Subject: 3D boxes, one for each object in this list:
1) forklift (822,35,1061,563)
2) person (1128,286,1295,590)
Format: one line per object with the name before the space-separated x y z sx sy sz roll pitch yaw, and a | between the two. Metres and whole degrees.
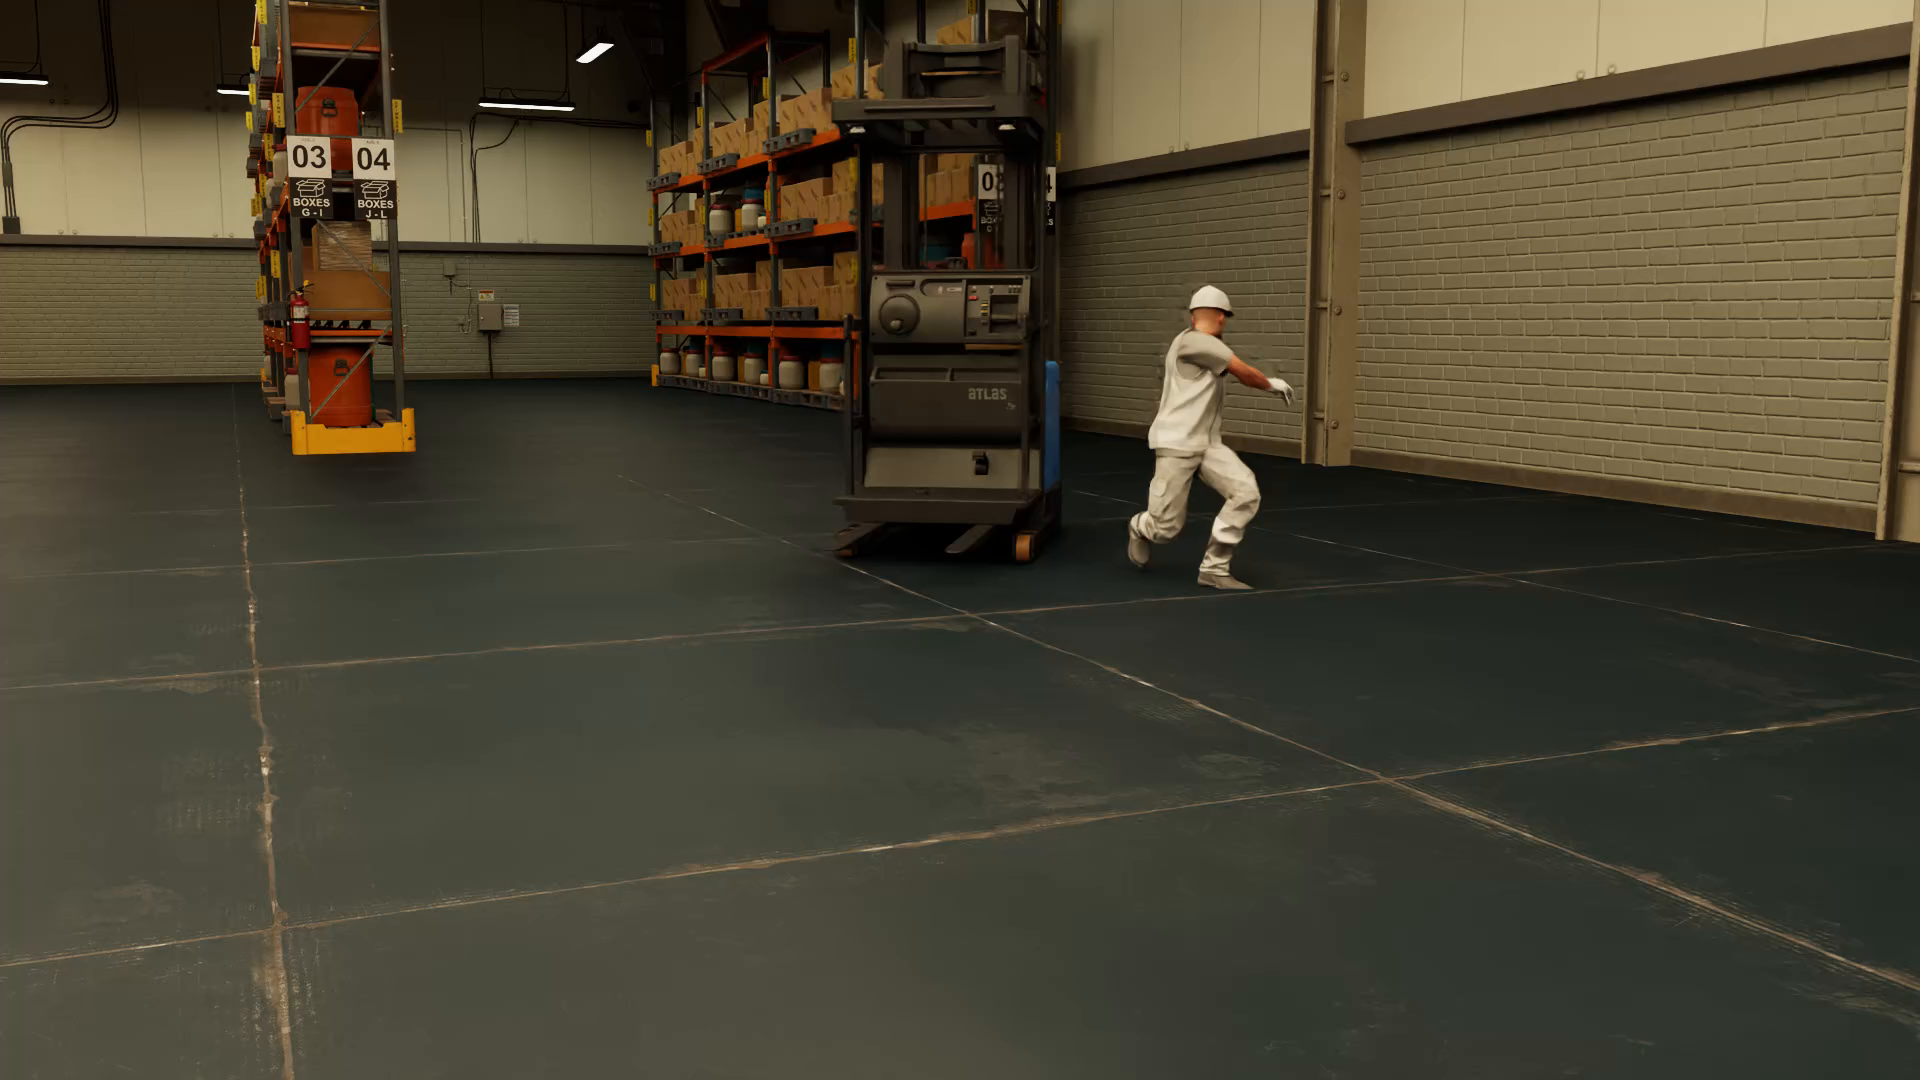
forklift | -0.090 -1.374 9.360 1.130 2.935 3.031 1 8 9
person | 1.224 -0.530 8.562 0.685 1.542 0.952 -7 10 -43
